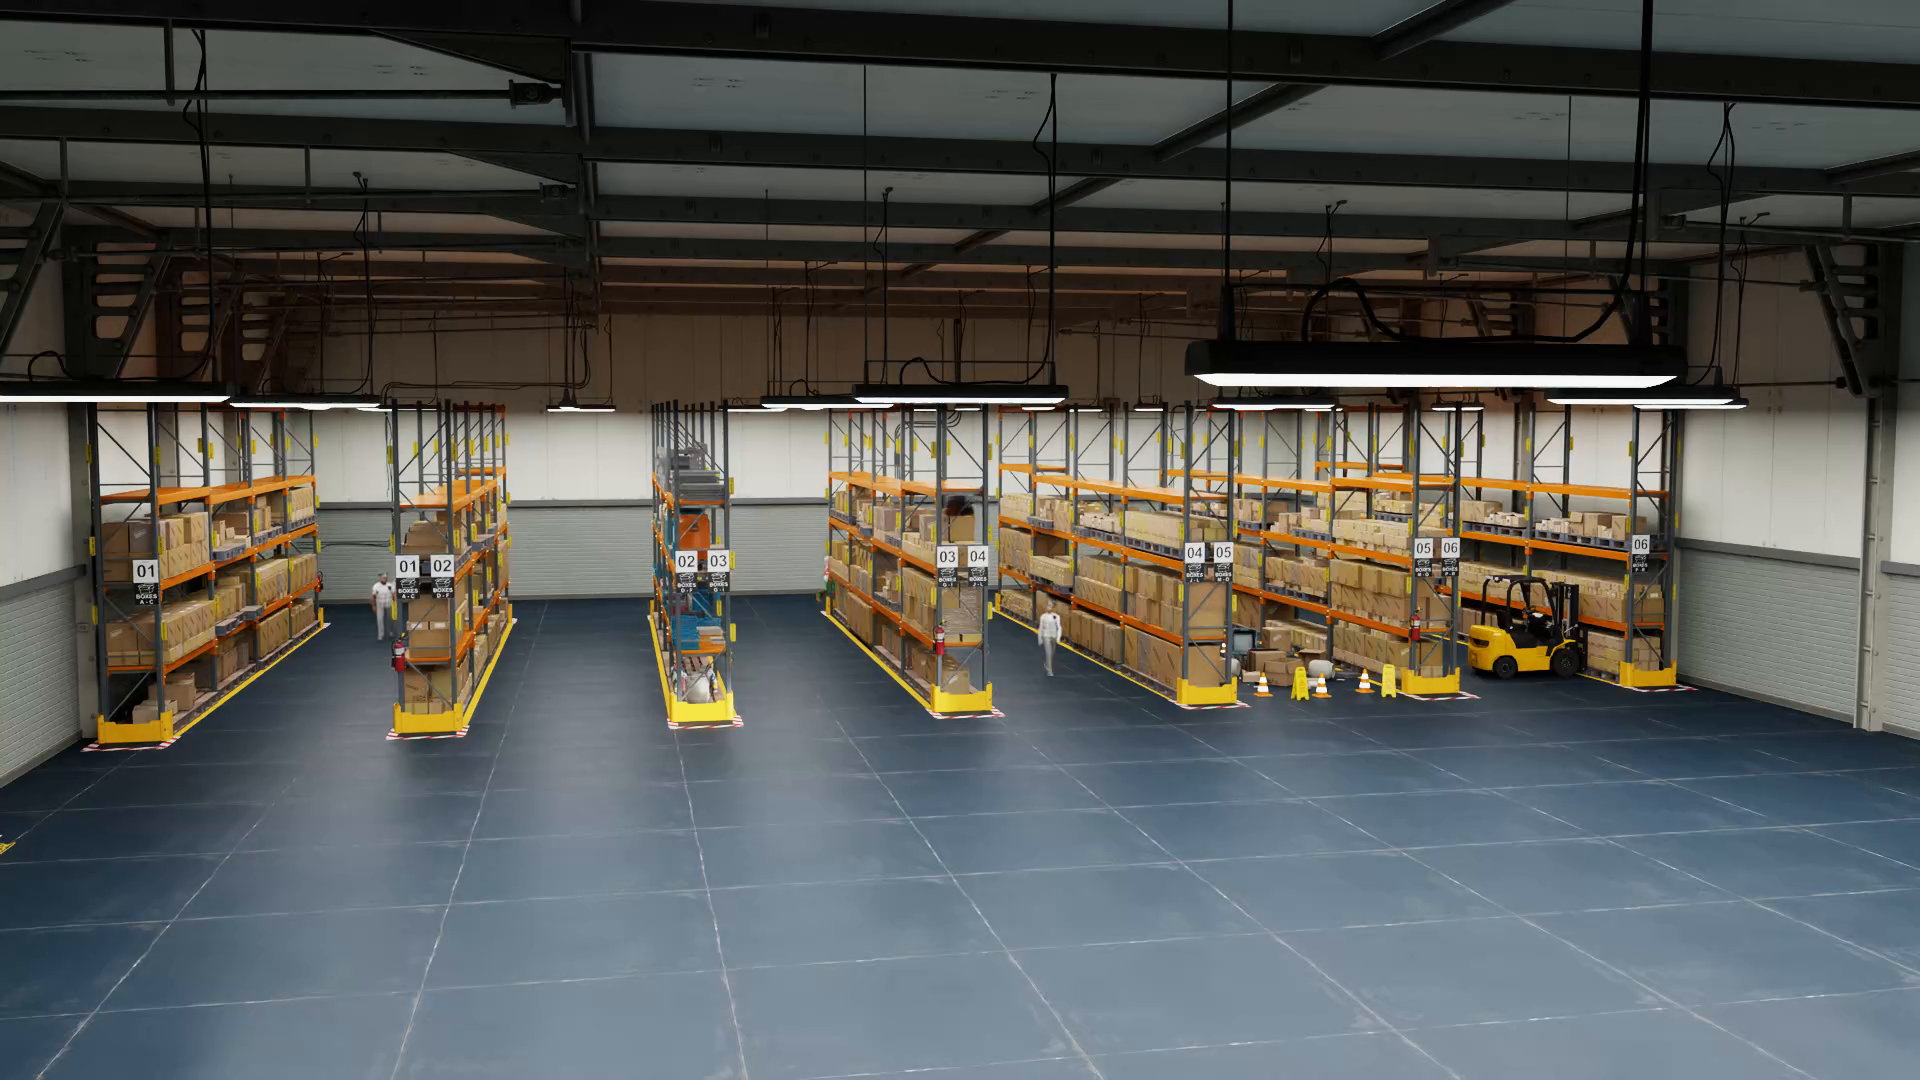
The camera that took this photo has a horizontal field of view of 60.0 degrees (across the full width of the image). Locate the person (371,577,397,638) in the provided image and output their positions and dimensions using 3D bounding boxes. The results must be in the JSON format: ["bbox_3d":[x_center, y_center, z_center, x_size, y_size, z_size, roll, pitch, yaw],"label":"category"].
[{"bbox_3d":[-14.631,1.664,42.338,0.657,1.627,0.826,-1,4,-14],"label":"person"}]

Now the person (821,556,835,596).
[{"bbox_3d":[-3.864,1.105,49.783,0.438,1.204,0.585,3,5,30],"label":"person"}]

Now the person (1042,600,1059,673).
[{"bbox_3d":[1.954,2.108,36.673,0.387,1.582,0.765,-1,5,-18],"label":"person"}]
